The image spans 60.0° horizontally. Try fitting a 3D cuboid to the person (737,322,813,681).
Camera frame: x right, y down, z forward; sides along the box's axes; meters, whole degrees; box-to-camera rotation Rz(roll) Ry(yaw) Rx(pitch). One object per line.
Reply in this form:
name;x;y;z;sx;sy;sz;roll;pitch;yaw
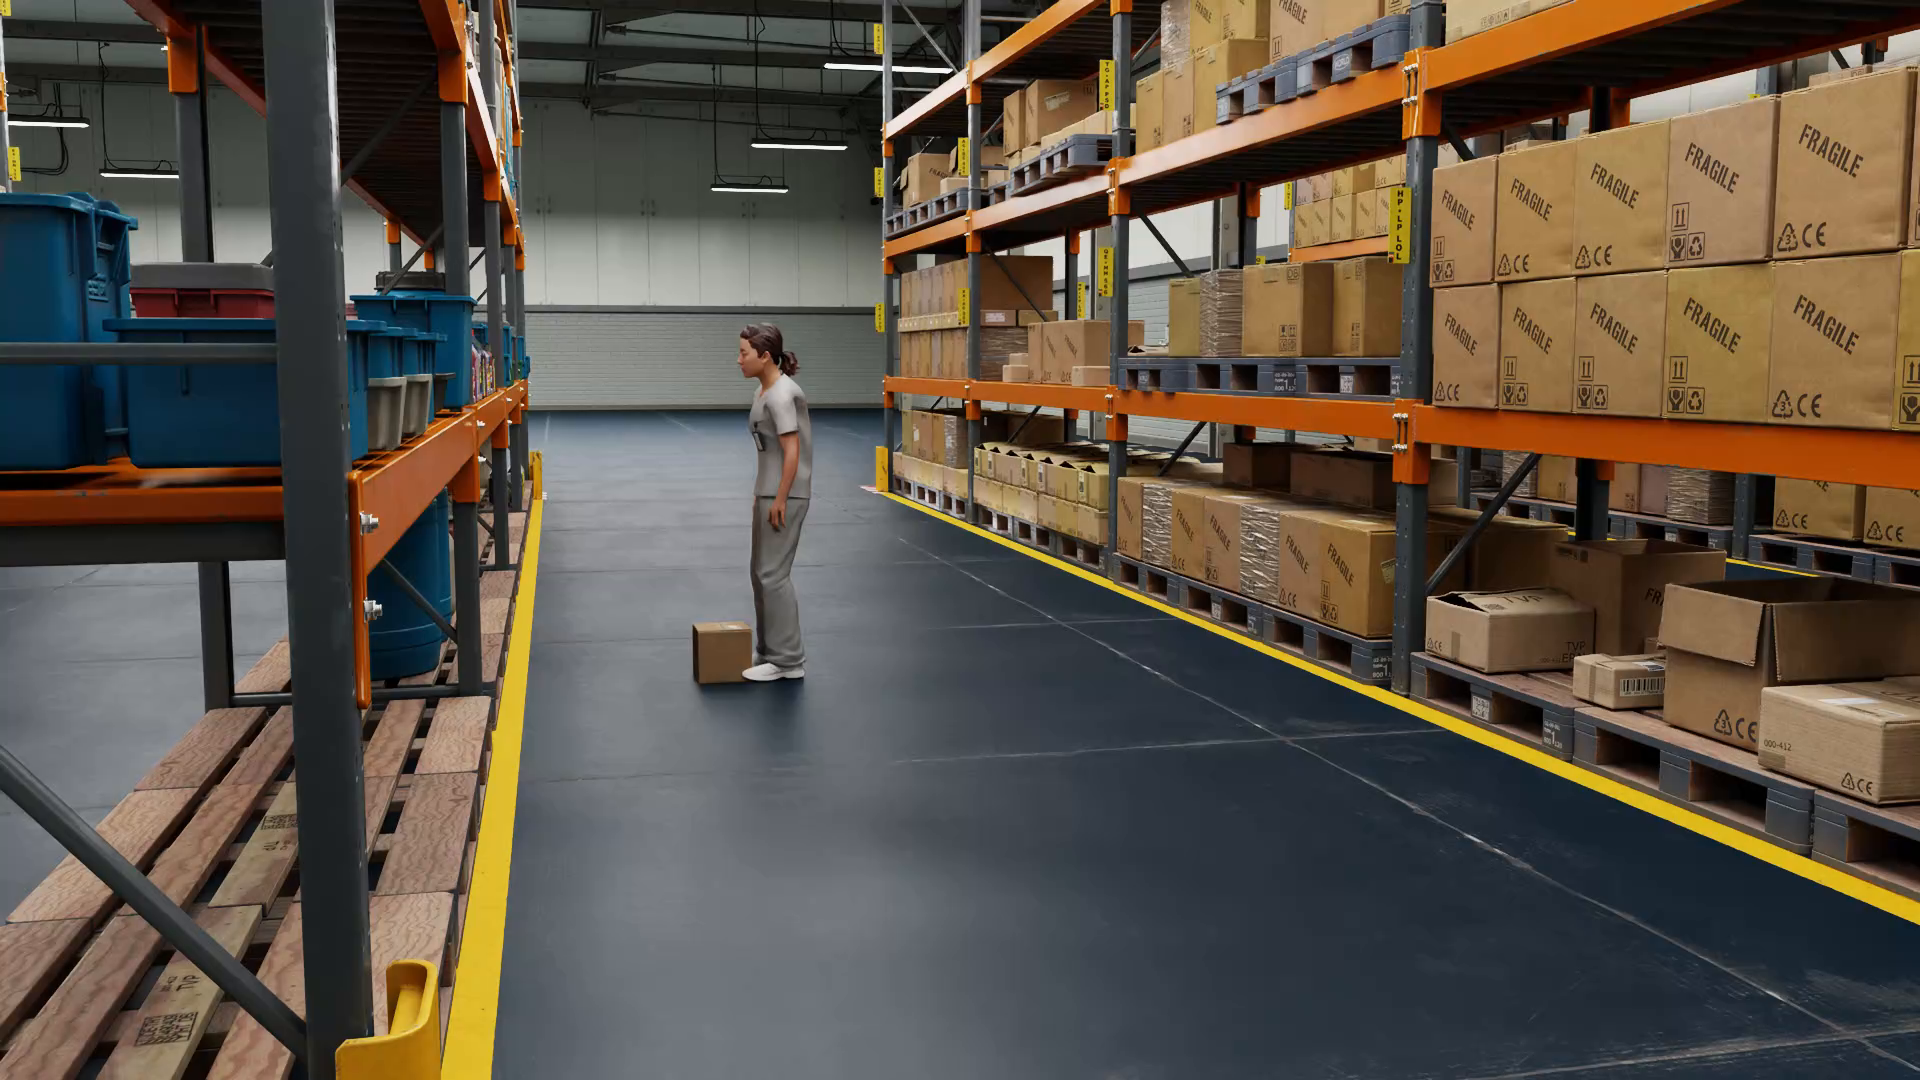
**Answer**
person;-0.884;-0.184;7.849;0.362;1.671;0.504;-2;6;-17
